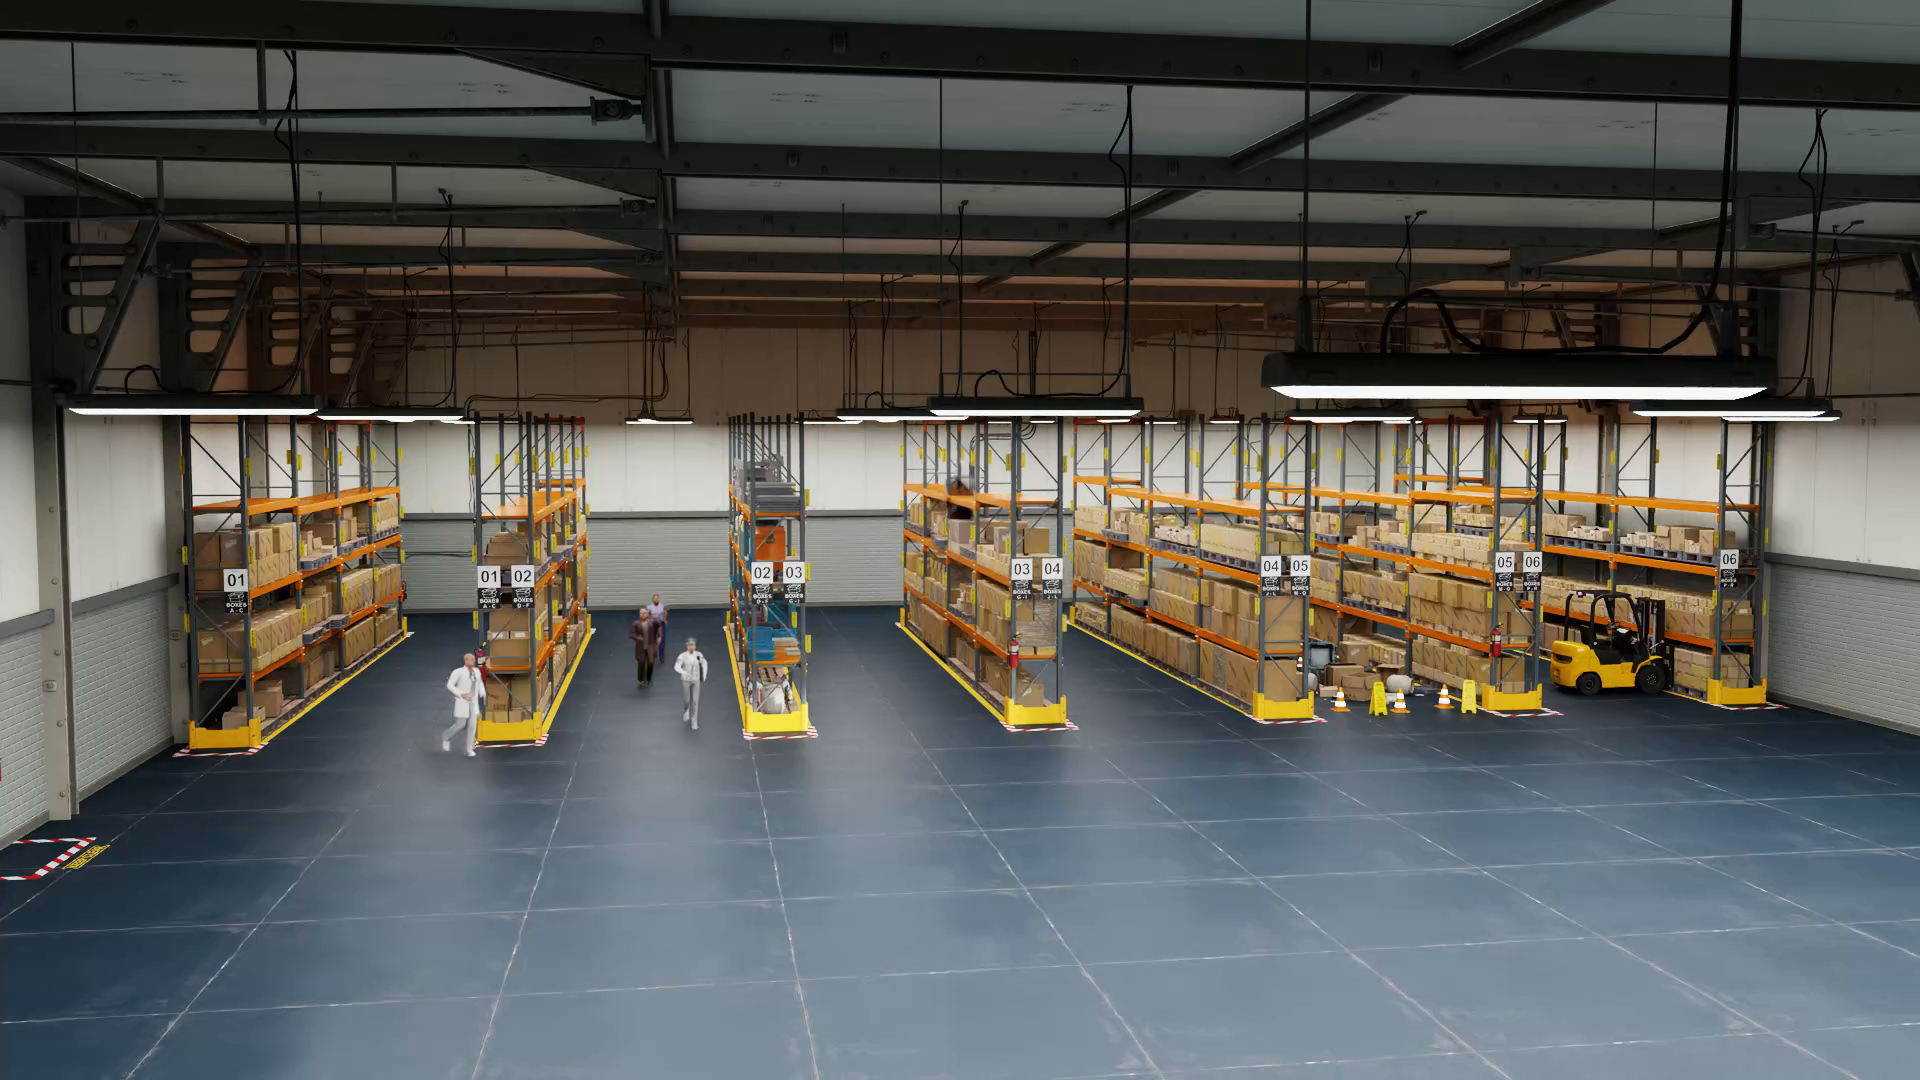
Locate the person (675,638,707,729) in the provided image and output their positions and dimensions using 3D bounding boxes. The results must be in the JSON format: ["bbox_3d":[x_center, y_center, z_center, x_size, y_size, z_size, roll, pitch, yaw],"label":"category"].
[{"bbox_3d":[-5.147,2.714,31.865,0.636,1.717,0.817,-1,4,-15],"label":"person"}]

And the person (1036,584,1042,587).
[{"bbox_3d":[2.057,1.682,48.215,0.588,1.577,0.619,3,5,36],"label":"person"}]

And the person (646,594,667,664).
[{"bbox_3d":[-7.384,2.181,40.454,0.606,1.560,0.925,-2,4,-23],"label":"person"}]

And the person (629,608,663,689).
[{"bbox_3d":[-6.848,2.408,36.296,0.729,1.686,0.930,-1,4,-11],"label":"person"}]

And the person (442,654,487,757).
[{"bbox_3d":[-8.625,2.867,29.162,0.904,1.738,0.777,3,5,38],"label":"person"}]
